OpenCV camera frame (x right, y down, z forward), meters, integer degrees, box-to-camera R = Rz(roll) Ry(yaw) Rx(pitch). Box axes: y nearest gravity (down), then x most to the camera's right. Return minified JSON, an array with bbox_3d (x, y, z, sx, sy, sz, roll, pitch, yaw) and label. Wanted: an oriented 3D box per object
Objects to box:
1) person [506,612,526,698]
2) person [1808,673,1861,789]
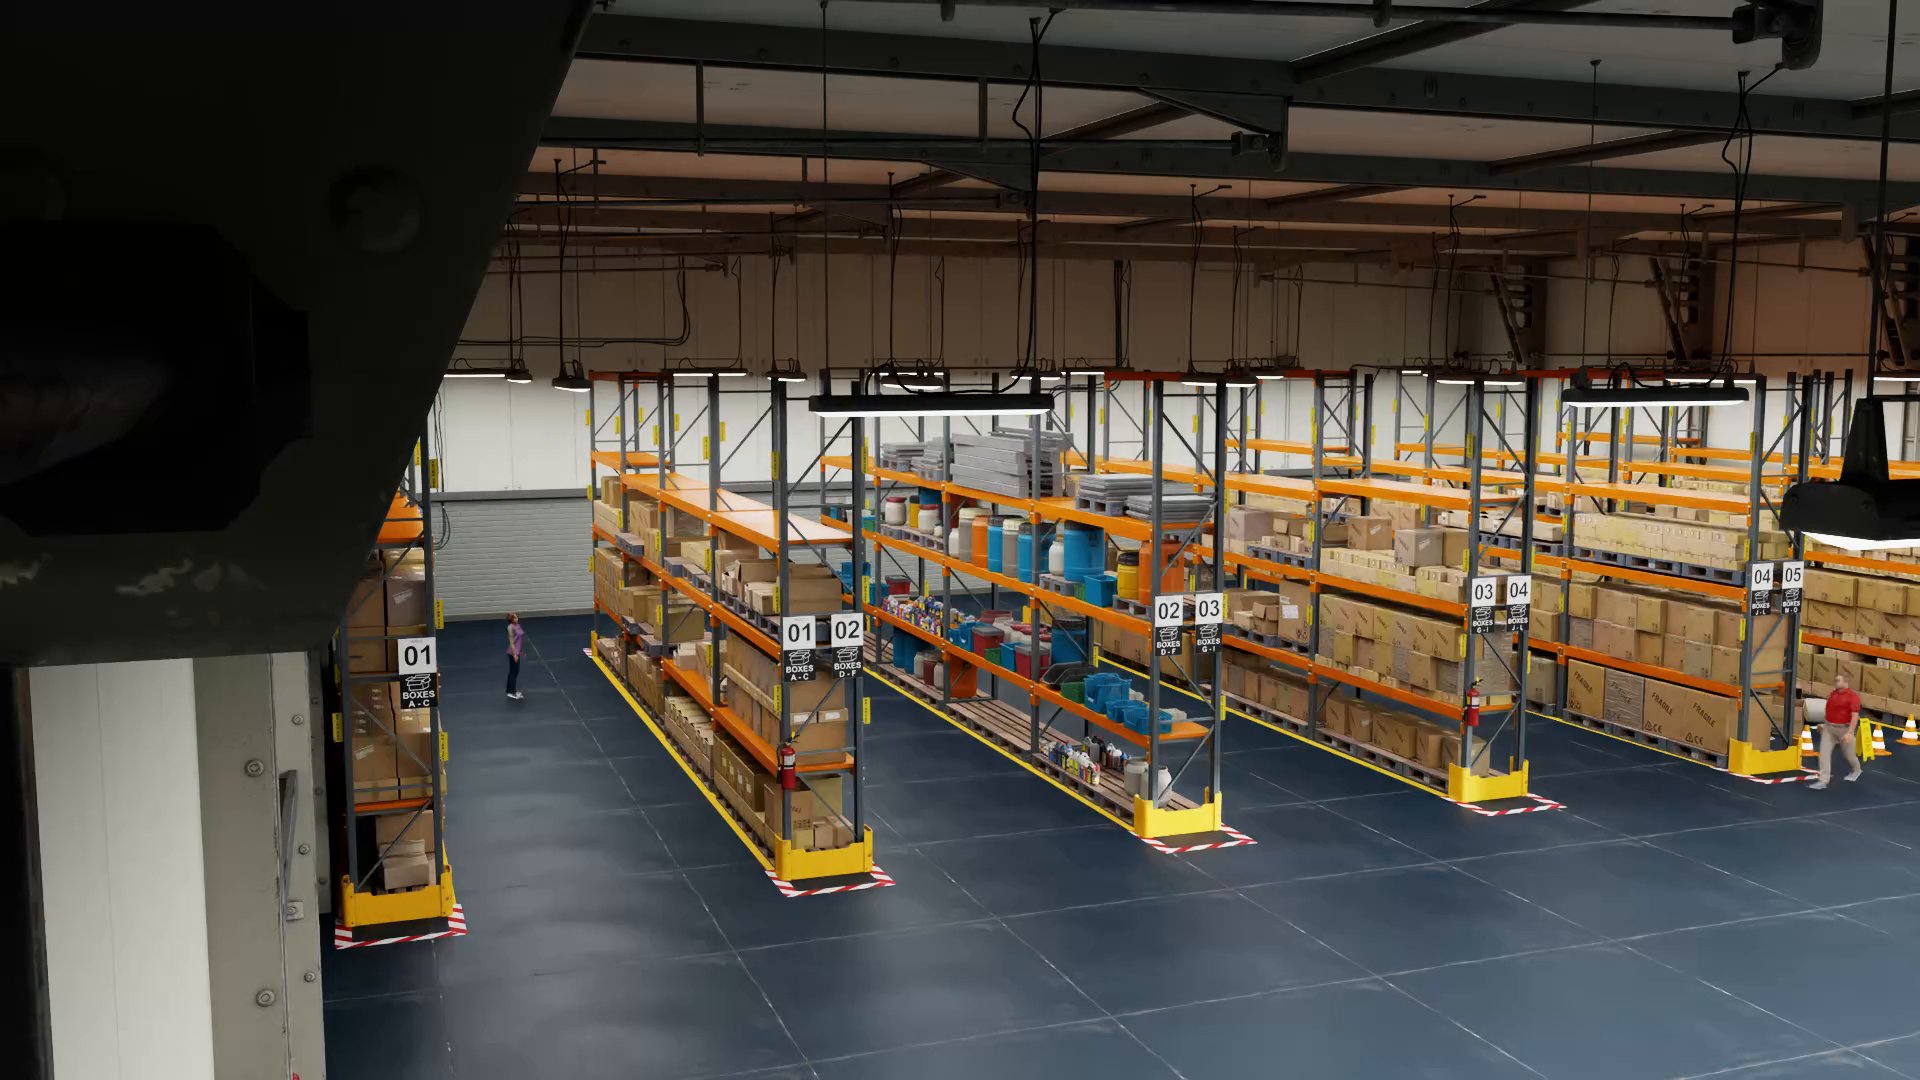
[{"bbox_3d":[-8.222,2.126,30.749,0.373,1.622,0.445,-2,7,-14],"label":"person"},{"bbox_3d":[12.856,2.783,24.278,0.975,1.690,0.509,-6,9,-44],"label":"person"}]
